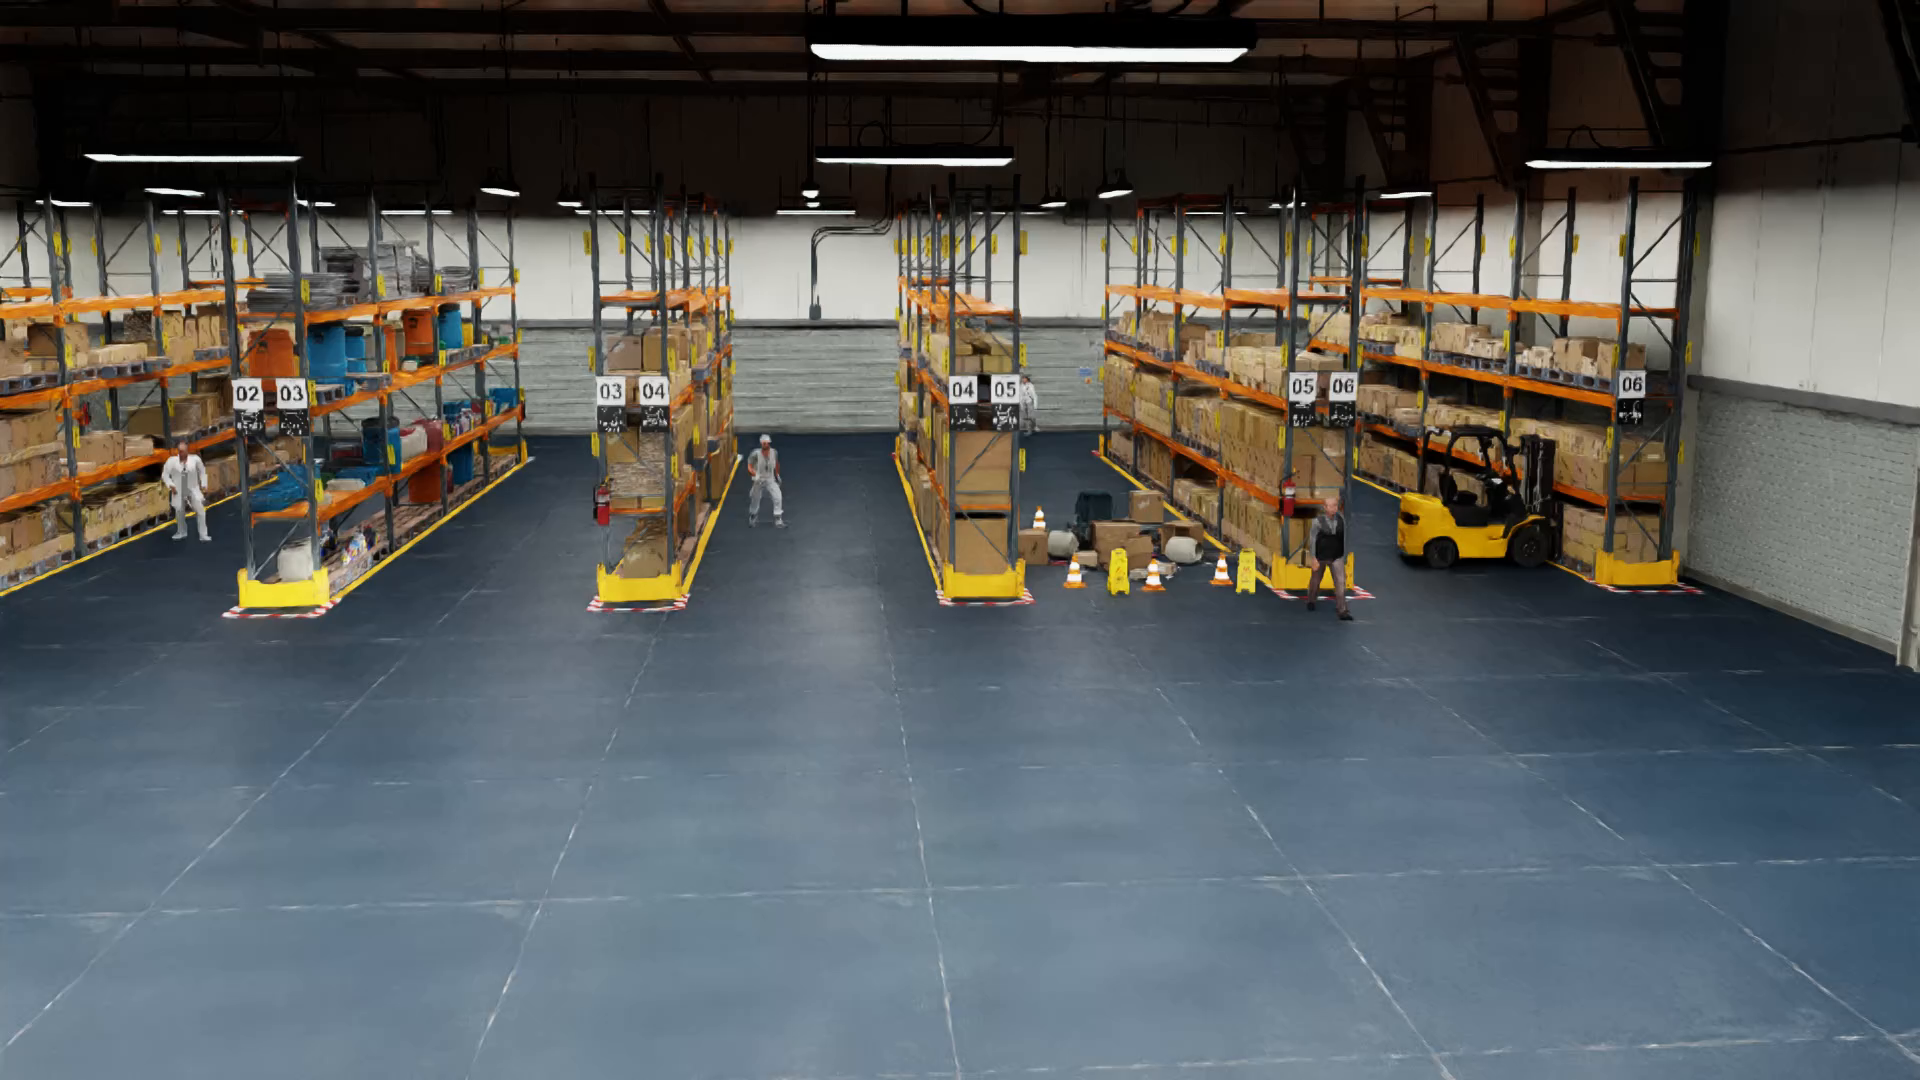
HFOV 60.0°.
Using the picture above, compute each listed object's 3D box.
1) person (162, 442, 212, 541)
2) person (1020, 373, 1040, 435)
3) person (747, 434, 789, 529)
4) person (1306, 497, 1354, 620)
[{"bbox_3d":[-13.235,-0.839,28.454,0.717,1.713,0.885,-4,11,-21],"label":"person"},{"bbox_3d":[1.860,-3.655,44.624,0.533,1.672,0.519,6,12,33],"label":"person"},{"bbox_3d":[-3.487,-1.060,29.696,0.684,1.714,0.845,-4,11,-20],"label":"person"},{"bbox_3d":[4.990,0.227,22.578,0.541,1.643,1.105,-1,10,-6],"label":"person"}]
